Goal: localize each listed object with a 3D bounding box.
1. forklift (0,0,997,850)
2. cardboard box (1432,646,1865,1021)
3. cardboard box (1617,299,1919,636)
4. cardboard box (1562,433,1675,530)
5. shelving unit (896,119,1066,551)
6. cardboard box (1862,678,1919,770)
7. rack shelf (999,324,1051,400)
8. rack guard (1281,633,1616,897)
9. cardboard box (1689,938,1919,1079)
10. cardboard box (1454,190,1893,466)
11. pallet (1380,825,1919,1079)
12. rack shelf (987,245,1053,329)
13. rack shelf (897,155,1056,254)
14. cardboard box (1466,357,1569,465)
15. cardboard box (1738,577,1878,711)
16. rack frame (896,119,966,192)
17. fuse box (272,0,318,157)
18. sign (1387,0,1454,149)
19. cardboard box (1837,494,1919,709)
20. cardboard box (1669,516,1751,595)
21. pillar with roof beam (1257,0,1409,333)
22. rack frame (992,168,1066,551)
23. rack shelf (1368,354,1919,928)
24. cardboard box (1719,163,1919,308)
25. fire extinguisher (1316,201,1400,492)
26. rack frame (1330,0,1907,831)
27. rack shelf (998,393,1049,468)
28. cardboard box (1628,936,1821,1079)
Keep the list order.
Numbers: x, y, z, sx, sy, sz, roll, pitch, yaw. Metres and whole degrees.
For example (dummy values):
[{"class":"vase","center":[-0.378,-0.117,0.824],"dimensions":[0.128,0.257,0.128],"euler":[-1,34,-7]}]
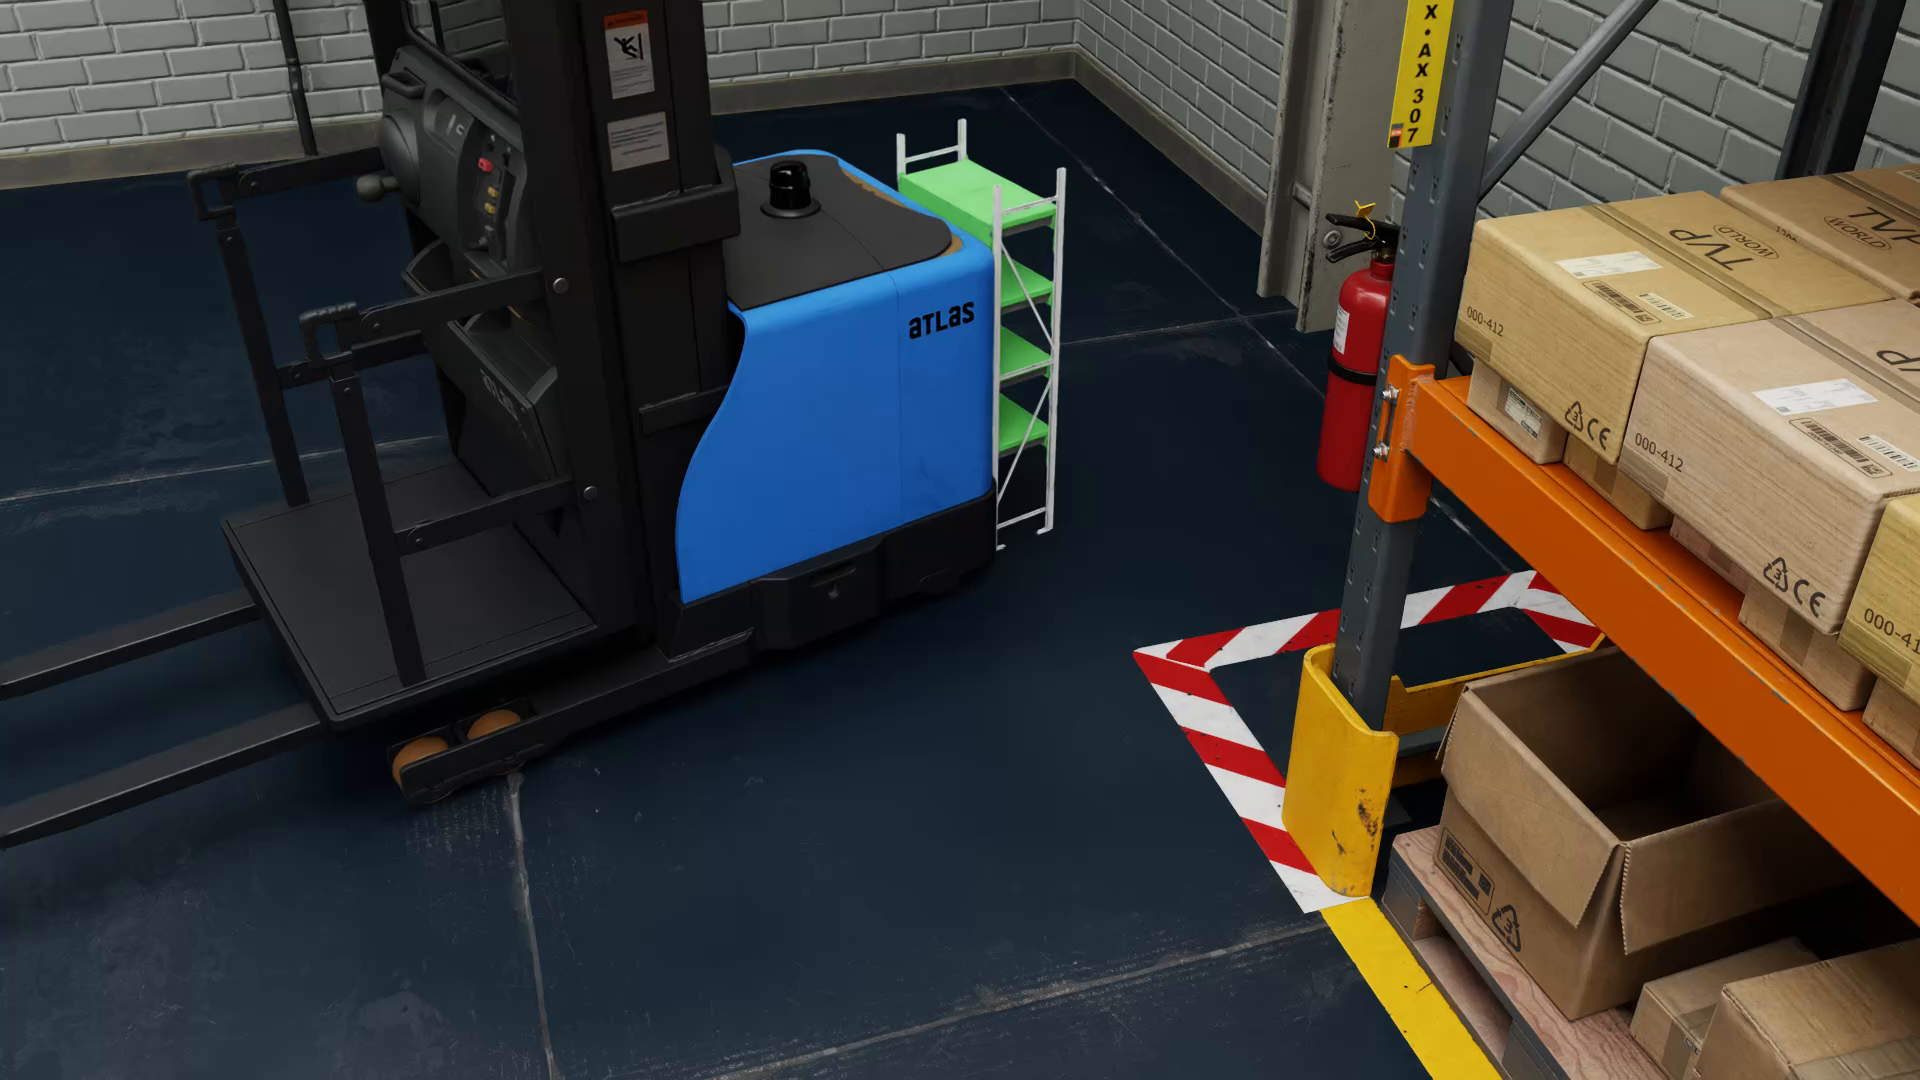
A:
[{"class":"forklift","center":[-1.398,-0.886,3.931],"dimensions":[3.031,2.935,1.130],"euler":[-20,39,-28]},{"class":"cardboard box","center":[1.475,0.585,3.528],"dimensions":[0.797,0.503,0.637],"euler":[-11,35,-17]},{"class":"cardboard box","center":[1.414,-0.132,2.595],"dimensions":[0.500,0.250,0.500],"euler":[-10,35,-14]},{"class":"cardboard box","center":[1.339,-0.169,3.013],"dimensions":[0.380,0.149,0.250],"euler":[-9,35,-14]},{"class":"shelving unit","center":[0.055,-0.612,5.087],"dimensions":[0.258,1.200,0.503],"euler":[-21,39,-28]},{"class":"cardboard box","center":[1.557,0.244,2.387],"dimensions":[0.380,0.149,0.250],"euler":[-9,35,-14]},{"class":"rack shelf","center":[0.055,-0.558,5.122],"dimensions":[0.258,0.148,0.480],"euler":[-21,39,-28]},{"class":"rack guard","center":[1.401,0.464,4.094],"dimensions":[1.175,0.500,0.348],"euler":[-10,35,-15]},{"class":"cardboard box","center":[1.698,1.041,2.840],"dimensions":[0.700,0.500,0.500],"euler":[-9,34,-13]},{"class":"cardboard box","center":[1.260,-0.397,2.996],"dimensions":[0.500,0.250,0.500],"euler":[-10,35,-14]},{"class":"pallet","center":[1.645,1.003,3.541],"dimensions":[1.003,0.211,1.213],"euler":[-10,35,-15]},{"class":"rack shelf","center":[0.055,-0.758,4.990],"dimensions":[0.258,0.148,0.480],"euler":[-21,39,-28]},{"class":"rack shelf","center":[0.055,-0.959,4.858],"dimensions":[0.258,0.148,0.480],"euler":[-21,39,-28]},{"class":"cardboard box","center":[1.217,-0.295,3.204],"dimensions":[0.380,0.149,0.250],"euler":[-10,35,-15]},{"class":"cardboard box","center":[1.471,0.106,2.597],"dimensions":[0.380,0.149,0.250],"euler":[-9,34,-13]},{"class":"rack frame","center":[-0.083,-0.722,5.255],"dimensions":[0.240,1.200,0.015],"euler":[-21,39,-28]},{"class":"fuse box","center":[-3.045,-2.478,7.447],"dimensions":[0.539,1.711,0.414],"euler":[-10,35,-15]},{"class":"sign","center":[0.861,-0.889,3.089],"dimensions":[0.100,0.325,0.005],"euler":[-10,35,-15]},{"class":"cardboard box","center":[1.572,0.134,2.193],"dimensions":[0.500,0.250,0.500],"euler":[-11,35,-16]},{"class":"cardboard box","center":[1.452,-0.037,2.813],"dimensions":[0.380,0.149,0.250],"euler":[-10,35,-15]},{"class":"pillar with roof beam","center":[-2.686,-3.965,3.088],"dimensions":[9.100,9.000,0.400],"euler":[-10,35,-15]},{"class":"rack frame","center":[0.194,-0.501,4.919],"dimensions":[0.240,1.200,0.015],"euler":[-21,39,-28]},{"class":"rack shelf","center":[1.988,0.732,2.075],"dimensions":[1.077,0.370,4.000],"euler":[-10,35,-15]},{"class":"cardboard box","center":[1.771,-0.483,3.127],"dimensions":[0.500,0.250,0.500],"euler":[-9,35,-13]},{"class":"fire extinguisher","center":[0.893,-0.430,3.589],"dimensions":[0.296,0.674,0.183],"euler":[-10,35,-15]},{"class":"rack frame","center":[1.378,-0.619,3.465],"dimensions":[1.000,3.000,0.127],"euler":[-10,35,-15]},{"class":"rack shelf","center":[0.055,-0.358,5.255],"dimensions":[0.258,0.148,0.480],"euler":[-21,39,-28]},{"class":"cardboard box","center":[1.567,0.962,3.278],"dimensions":[0.380,0.149,0.250],"euler":[-11,35,-17]}]
